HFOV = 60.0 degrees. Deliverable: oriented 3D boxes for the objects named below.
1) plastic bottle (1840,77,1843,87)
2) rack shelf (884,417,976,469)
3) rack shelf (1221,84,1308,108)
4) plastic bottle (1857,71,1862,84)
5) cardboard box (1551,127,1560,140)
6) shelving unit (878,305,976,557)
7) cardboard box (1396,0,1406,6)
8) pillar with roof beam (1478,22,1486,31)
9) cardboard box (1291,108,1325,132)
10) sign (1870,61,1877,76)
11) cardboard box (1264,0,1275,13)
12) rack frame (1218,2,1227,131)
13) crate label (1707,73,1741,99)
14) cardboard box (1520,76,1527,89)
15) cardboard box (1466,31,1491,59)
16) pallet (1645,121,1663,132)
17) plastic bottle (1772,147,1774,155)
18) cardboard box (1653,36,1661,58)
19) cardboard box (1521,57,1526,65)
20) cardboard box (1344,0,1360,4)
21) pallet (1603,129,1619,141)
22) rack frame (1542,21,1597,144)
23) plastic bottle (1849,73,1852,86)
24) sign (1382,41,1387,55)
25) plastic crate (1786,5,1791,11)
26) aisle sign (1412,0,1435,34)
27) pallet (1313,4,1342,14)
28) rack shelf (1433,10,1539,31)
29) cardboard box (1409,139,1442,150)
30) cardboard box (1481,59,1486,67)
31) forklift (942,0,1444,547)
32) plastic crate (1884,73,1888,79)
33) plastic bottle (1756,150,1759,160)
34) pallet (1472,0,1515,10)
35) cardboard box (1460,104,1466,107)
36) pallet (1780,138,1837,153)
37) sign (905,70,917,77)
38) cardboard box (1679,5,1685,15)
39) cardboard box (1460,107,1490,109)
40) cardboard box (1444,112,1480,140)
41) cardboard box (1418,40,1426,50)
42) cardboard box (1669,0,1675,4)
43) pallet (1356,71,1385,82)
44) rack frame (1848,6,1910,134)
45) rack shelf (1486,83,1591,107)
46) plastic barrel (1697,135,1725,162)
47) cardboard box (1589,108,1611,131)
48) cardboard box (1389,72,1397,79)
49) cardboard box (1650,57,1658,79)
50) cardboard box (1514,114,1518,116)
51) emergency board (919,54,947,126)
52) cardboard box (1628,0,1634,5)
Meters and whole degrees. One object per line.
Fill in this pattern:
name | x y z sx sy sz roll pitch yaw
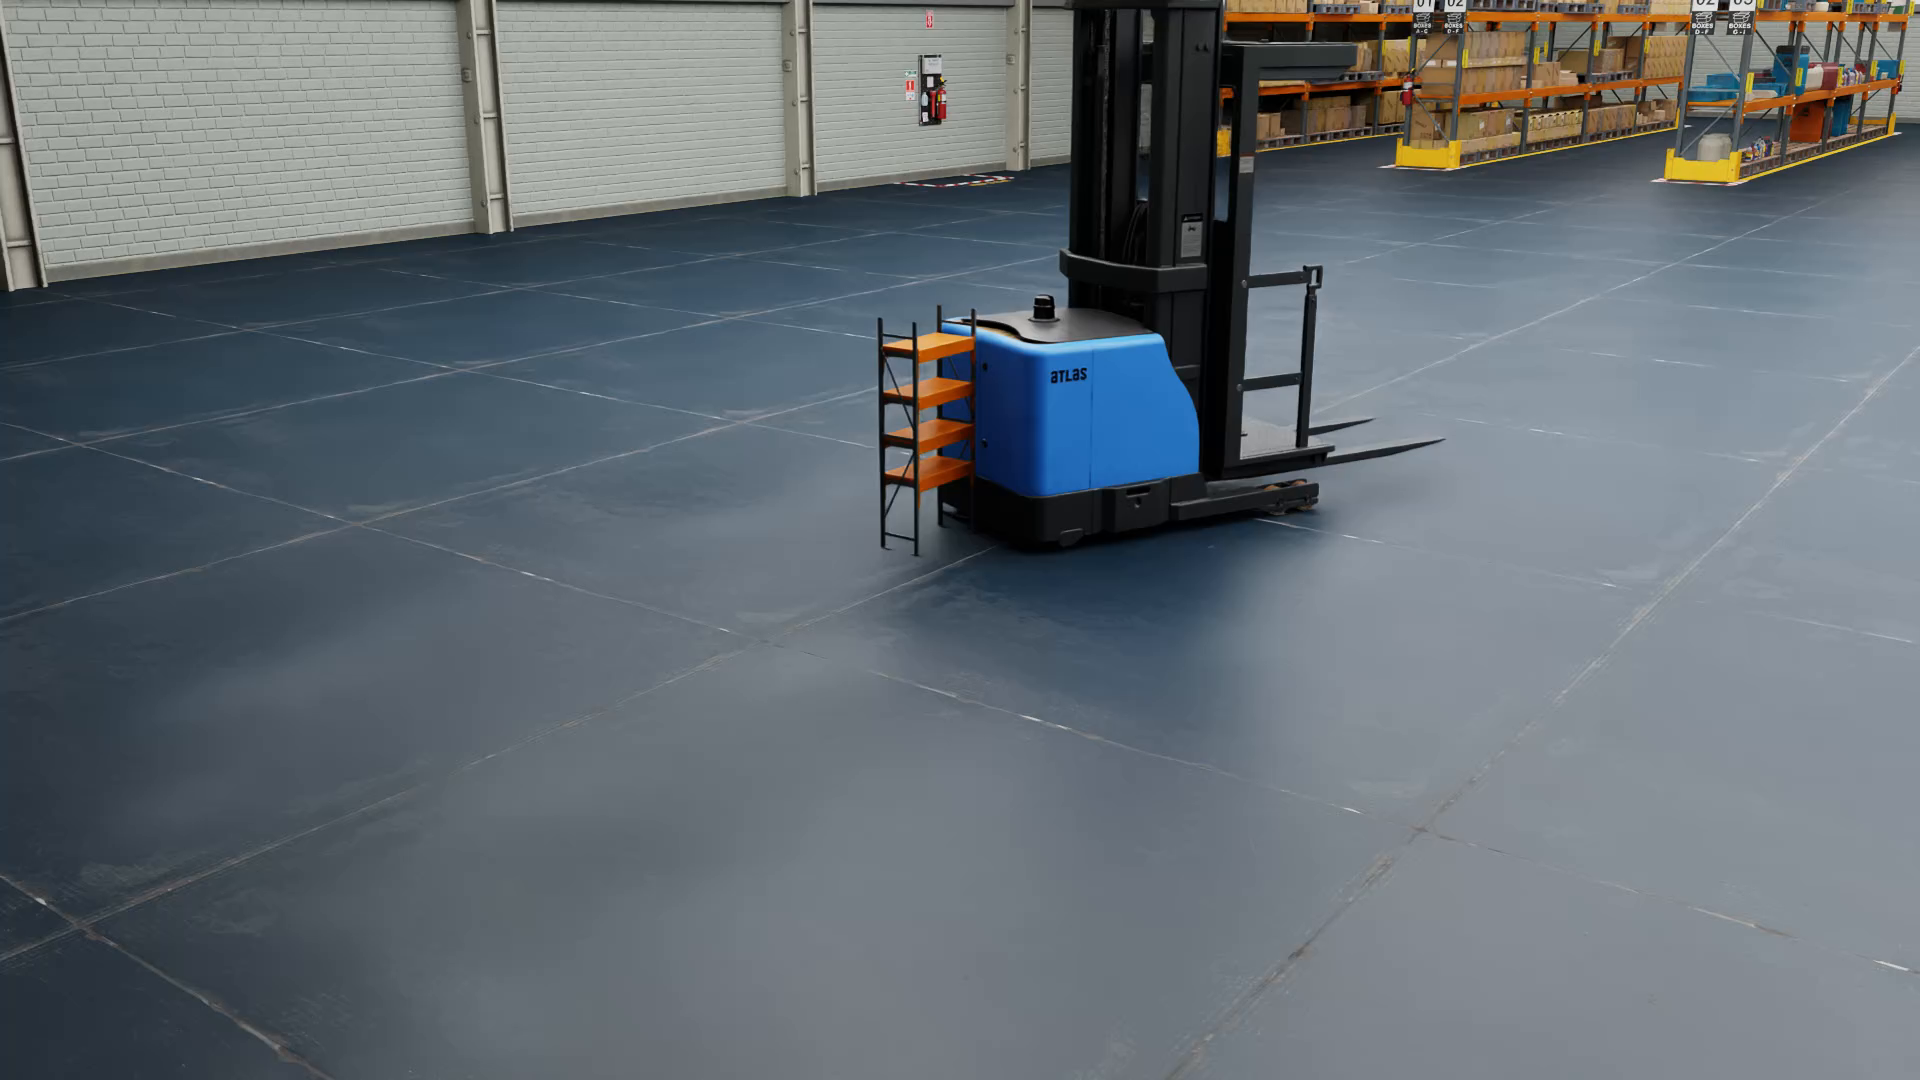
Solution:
plastic bottle | 18.693 -9.761 35.314 0.061 0.283 0.133 12 21 35
rack shelf | -0.164 -0.504 8.572 0.258 0.148 0.480 12 21 35
rack shelf | 6.115 -9.559 35.682 1.077 0.370 4.000 12 21 35
plastic bottle | 20.054 -10.324 37.140 0.152 0.276 0.135 12 21 35
cardboard box | 12.642 -8.811 35.987 0.500 0.250 0.500 13 21 36
shelving unit | -0.164 -0.569 8.552 0.258 1.200 0.503 12 21 35
cardboard box | 10.546 -13.413 40.910 0.700 0.500 0.500 14 22 37
pillar with roof beam | 18.828 -16.138 45.537 9.100 9.000 0.400 12 21 35
cardboard box | 7.999 -9.706 38.414 0.700 0.500 0.500 12 21 34
sign | 20.470 -10.569 37.252 0.100 0.325 0.005 12 21 35
cardboard box | 6.280 -11.329 34.908 0.500 0.500 0.500 14 22 38
rack frame | 4.923 -9.427 34.042 1.000 3.000 0.127 12 21 35
crate label | 13.759 -8.179 29.965 0.502 0.435 0.616 12 21 35
cardboard box | 11.545 -9.558 34.718 0.500 0.250 0.500 14 22 38
cardboard box | 9.832 -9.588 32.203 0.700 0.500 0.500 13 21 35
pallet | 17.190 -10.534 42.309 1.003 0.211 1.213 12 21 35
plastic bottle | 15.297 -7.361 31.366 0.097 0.201 0.097 0 17 0
cardboard box | 16.867 -12.121 40.864 0.500 0.500 0.500 12 21 33
cardboard box | 11.297 -9.760 33.852 0.380 0.149 0.250 12 21 35
cardboard box | 8.843 -12.531 38.773 0.797 0.503 0.637 16 24 42
pallet | 14.873 -9.586 39.258 1.003 0.211 1.213 12 21 35
rack frame | 13.670 -10.458 37.362 1.000 3.000 0.127 12 21 35
plastic bottle | 19.318 -10.030 36.192 0.152 0.276 0.135 12 21 35
sign | 10.131 -11.754 39.716 0.100 0.325 0.005 12 21 35
plastic crate | 14.631 -9.482 29.605 0.243 0.136 0.396 12 21 35
aisle sign | 8.629 -9.830 30.957 0.394 0.787 0.004 12 21 35
pallet | 7.760 -11.850 37.105 1.213 0.211 1.003 12 21 35
rack shelf | 10.095 -10.118 32.421 1.077 0.370 4.000 12 21 35
cardboard box | 8.986 -7.620 32.151 0.500 0.250 0.500 12 21 35
cardboard box | 9.924 -9.211 32.086 0.380 0.149 0.250 12 21 33
forklift | 1.415 -1.660 9.146 3.031 2.935 1.130 -9 20 -28
plastic crate | 22.072 -11.163 39.978 0.396 0.136 0.243 12 21 35
plastic bottle | 14.533 -7.056 30.383 0.097 0.201 0.097 0 17 0
pallet | 10.072 -10.398 32.261 1.003 0.211 1.213 12 21 35
cardboard box | 13.211 -11.693 44.845 0.700 0.500 0.500 13 21 36
pallet | 18.082 -8.445 35.582 1.003 0.211 1.213 12 21 35
sign | -0.835 -7.892 28.144 0.001 0.109 0.331 12 21 35
cardboard box | 18.036 -13.438 42.153 0.500 0.250 0.500 12 21 35
cardboard box | 10.468 -8.575 33.962 0.500 0.500 0.500 12 21 35
cardboard box | 9.698 -8.006 32.129 0.500 0.500 0.500 12 21 35
cardboard box | 11.384 -12.444 41.791 0.500 0.250 0.500 13 21 36
cardboard box | 17.444 -13.437 41.309 0.500 0.250 0.500 12 21 35
pallet | 9.351 -11.052 39.599 1.213 0.211 1.003 12 21 35
rack frame | 22.413 -11.487 40.676 1.000 3.000 0.127 12 21 35
rack shelf | 12.479 -9.638 35.934 1.077 0.370 4.000 12 21 35
plastic barrel | 13.210 -6.859 29.259 0.421 0.512 0.421 0 17 0
cardboard box | 14.781 -9.776 38.640 0.500 0.500 0.500 12 21 34
cardboard box | 10.455 -11.366 40.676 0.380 0.149 0.250 13 22 36
cardboard box | 16.879 -11.654 41.045 0.500 0.500 0.500 13 21 36
cardboard box | 11.603 -8.932 35.432 0.500 0.311 0.500 13 22 36
emergency board | -0.433 -7.735 28.595 0.194 1.169 0.643 12 21 35
cardboard box | 15.694 -13.032 39.548 0.600 0.600 0.600 10 20 30
